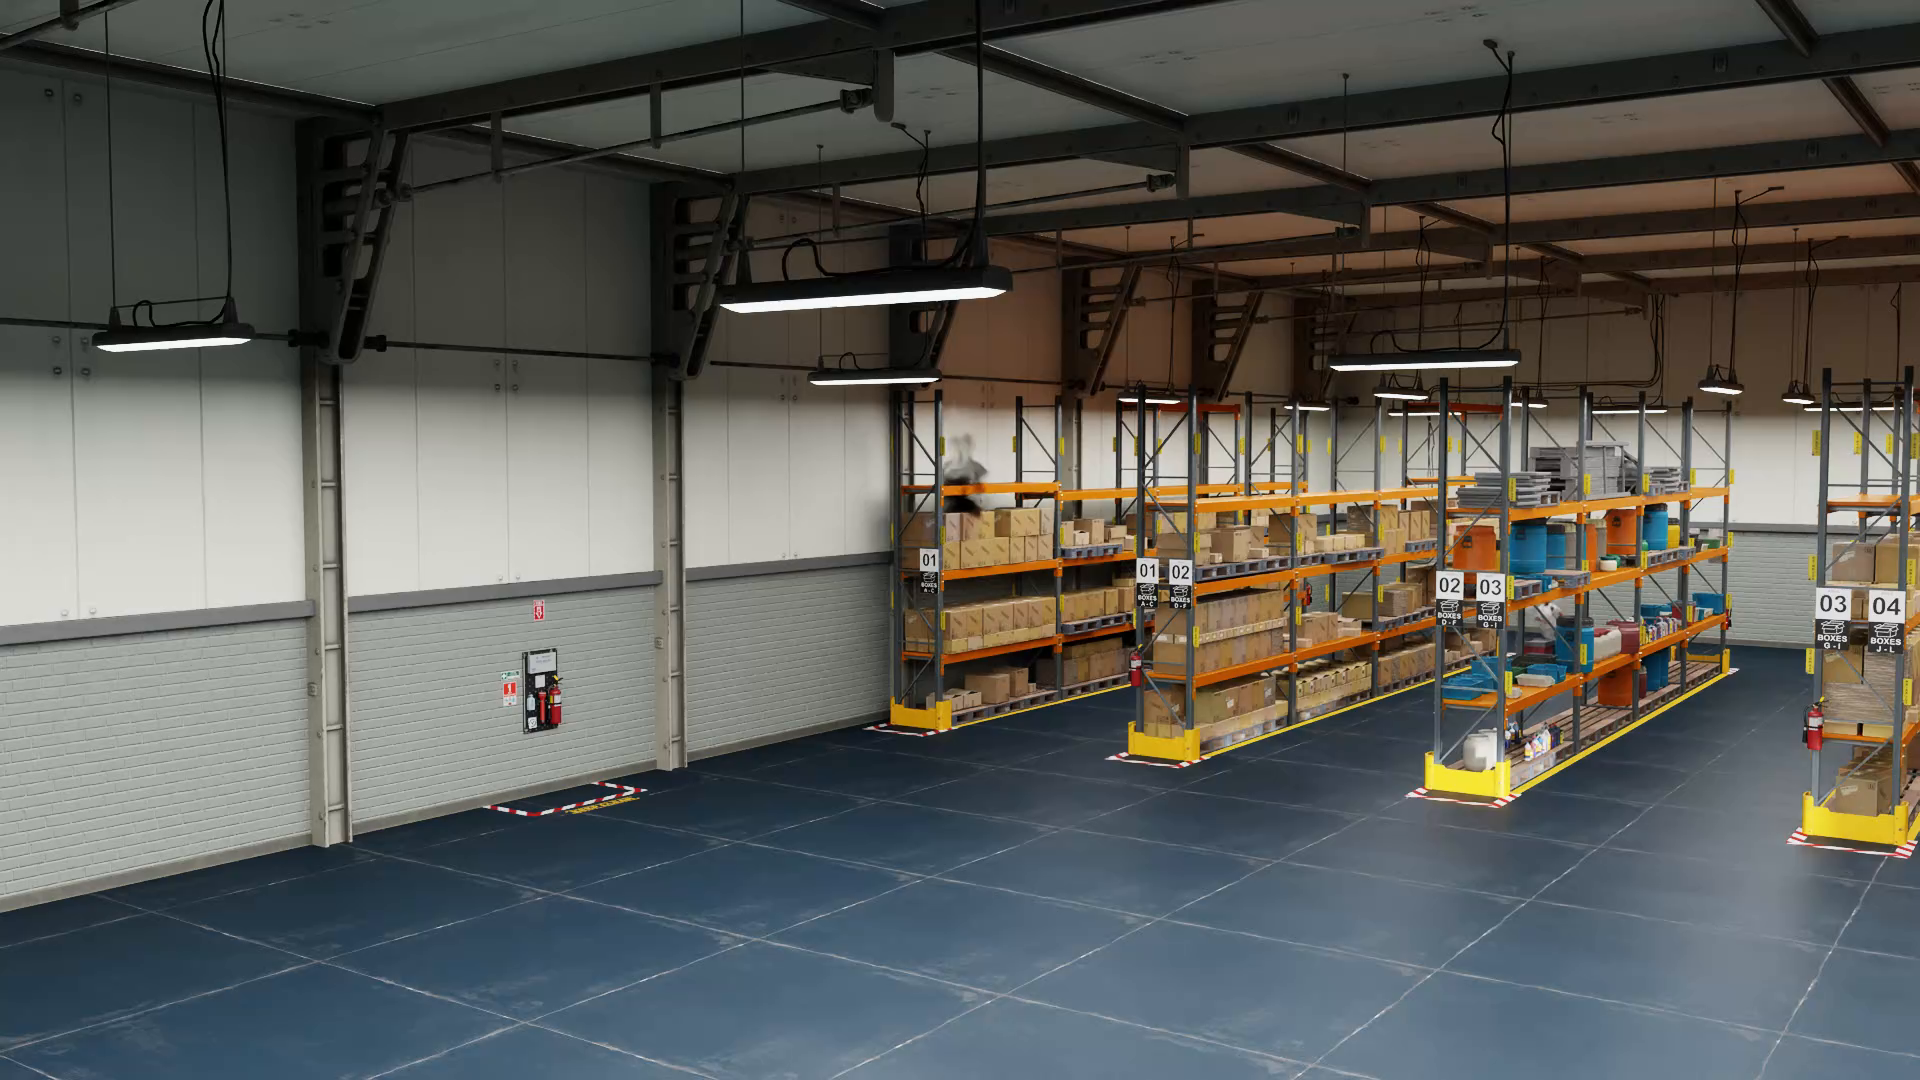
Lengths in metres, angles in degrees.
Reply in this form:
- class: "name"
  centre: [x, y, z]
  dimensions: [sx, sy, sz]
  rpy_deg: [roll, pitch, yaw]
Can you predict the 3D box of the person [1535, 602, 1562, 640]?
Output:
- class: "person"
  centre: [13.589, 2.028, 38.309]
  dimensions: [0.660, 1.636, 0.604]
  rpy_deg: [1, 4, 25]
